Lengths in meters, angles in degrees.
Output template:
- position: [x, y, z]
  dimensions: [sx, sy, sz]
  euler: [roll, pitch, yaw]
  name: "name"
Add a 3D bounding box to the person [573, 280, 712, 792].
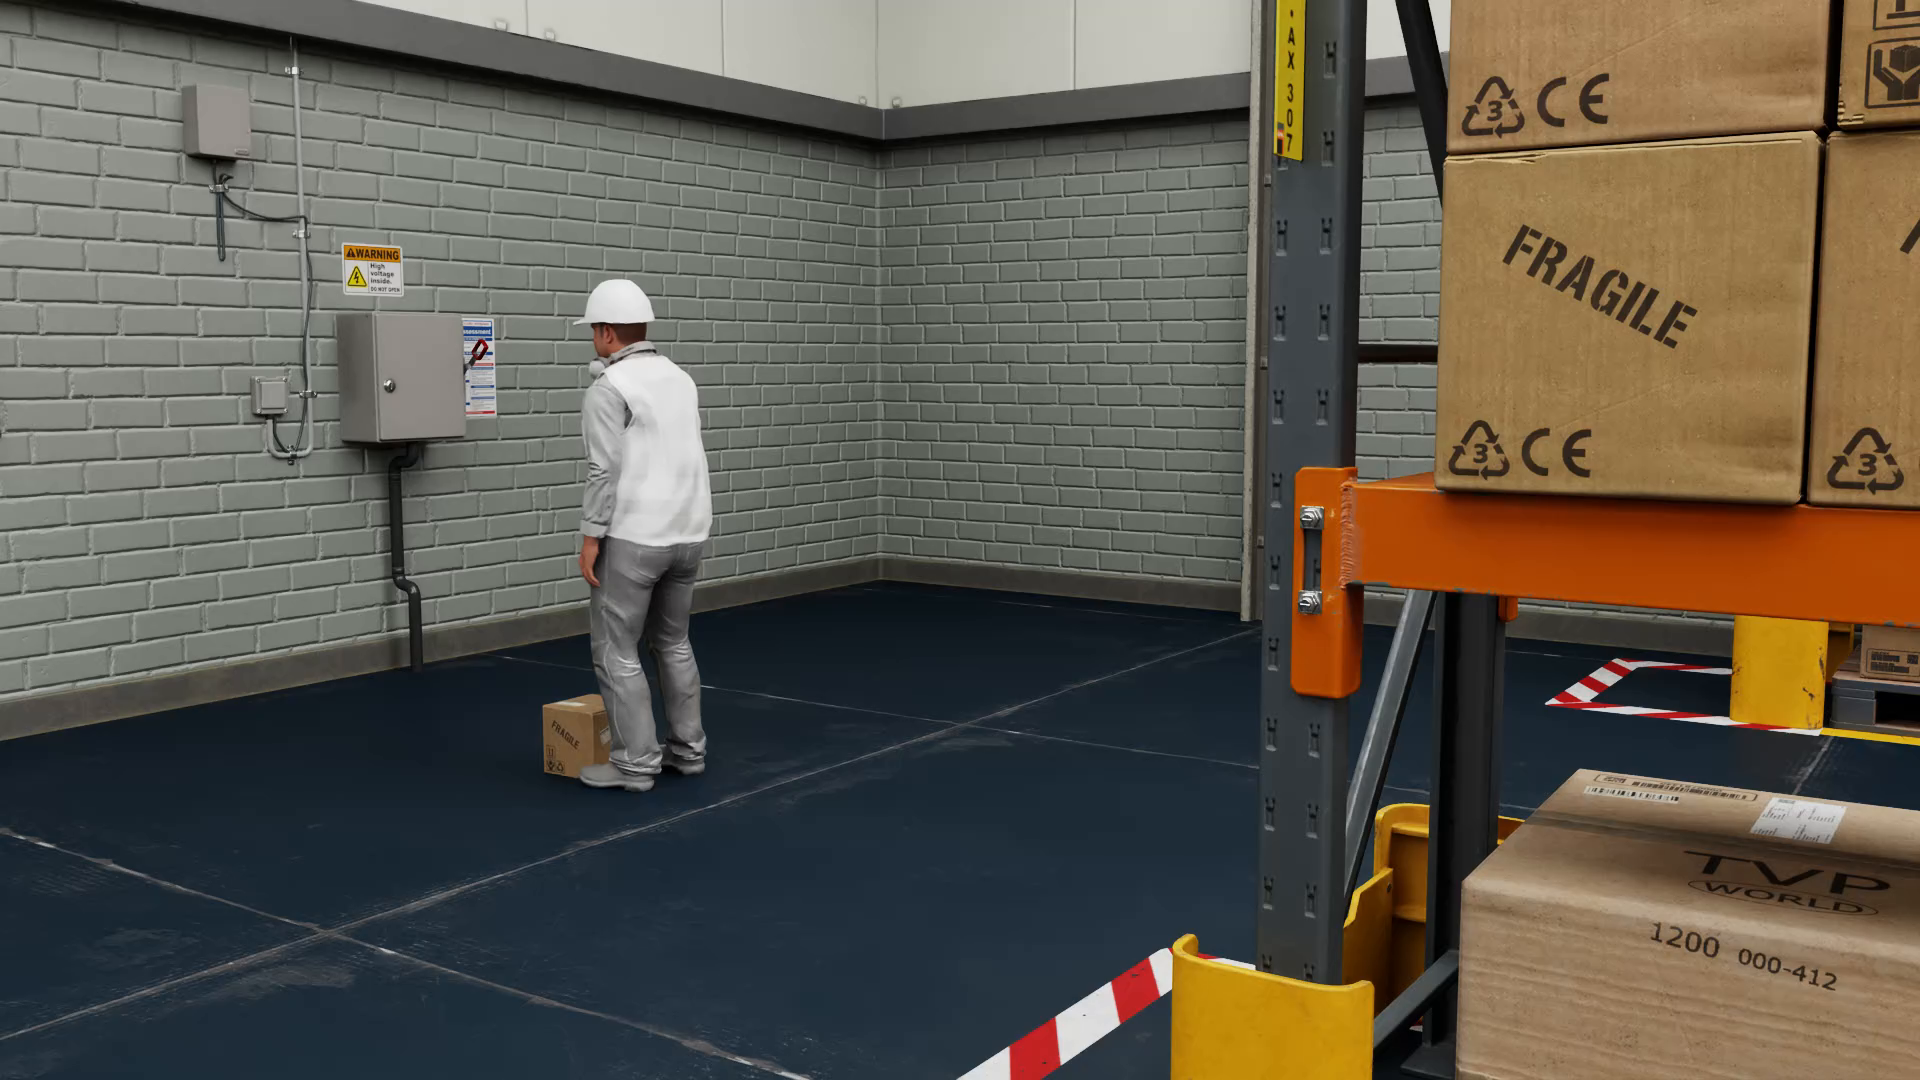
- position: [-1.120, -0.021, 5.846]
  dimensions: [0.463, 1.770, 0.584]
  euler: [4, 7, 30]
  name: "person"
